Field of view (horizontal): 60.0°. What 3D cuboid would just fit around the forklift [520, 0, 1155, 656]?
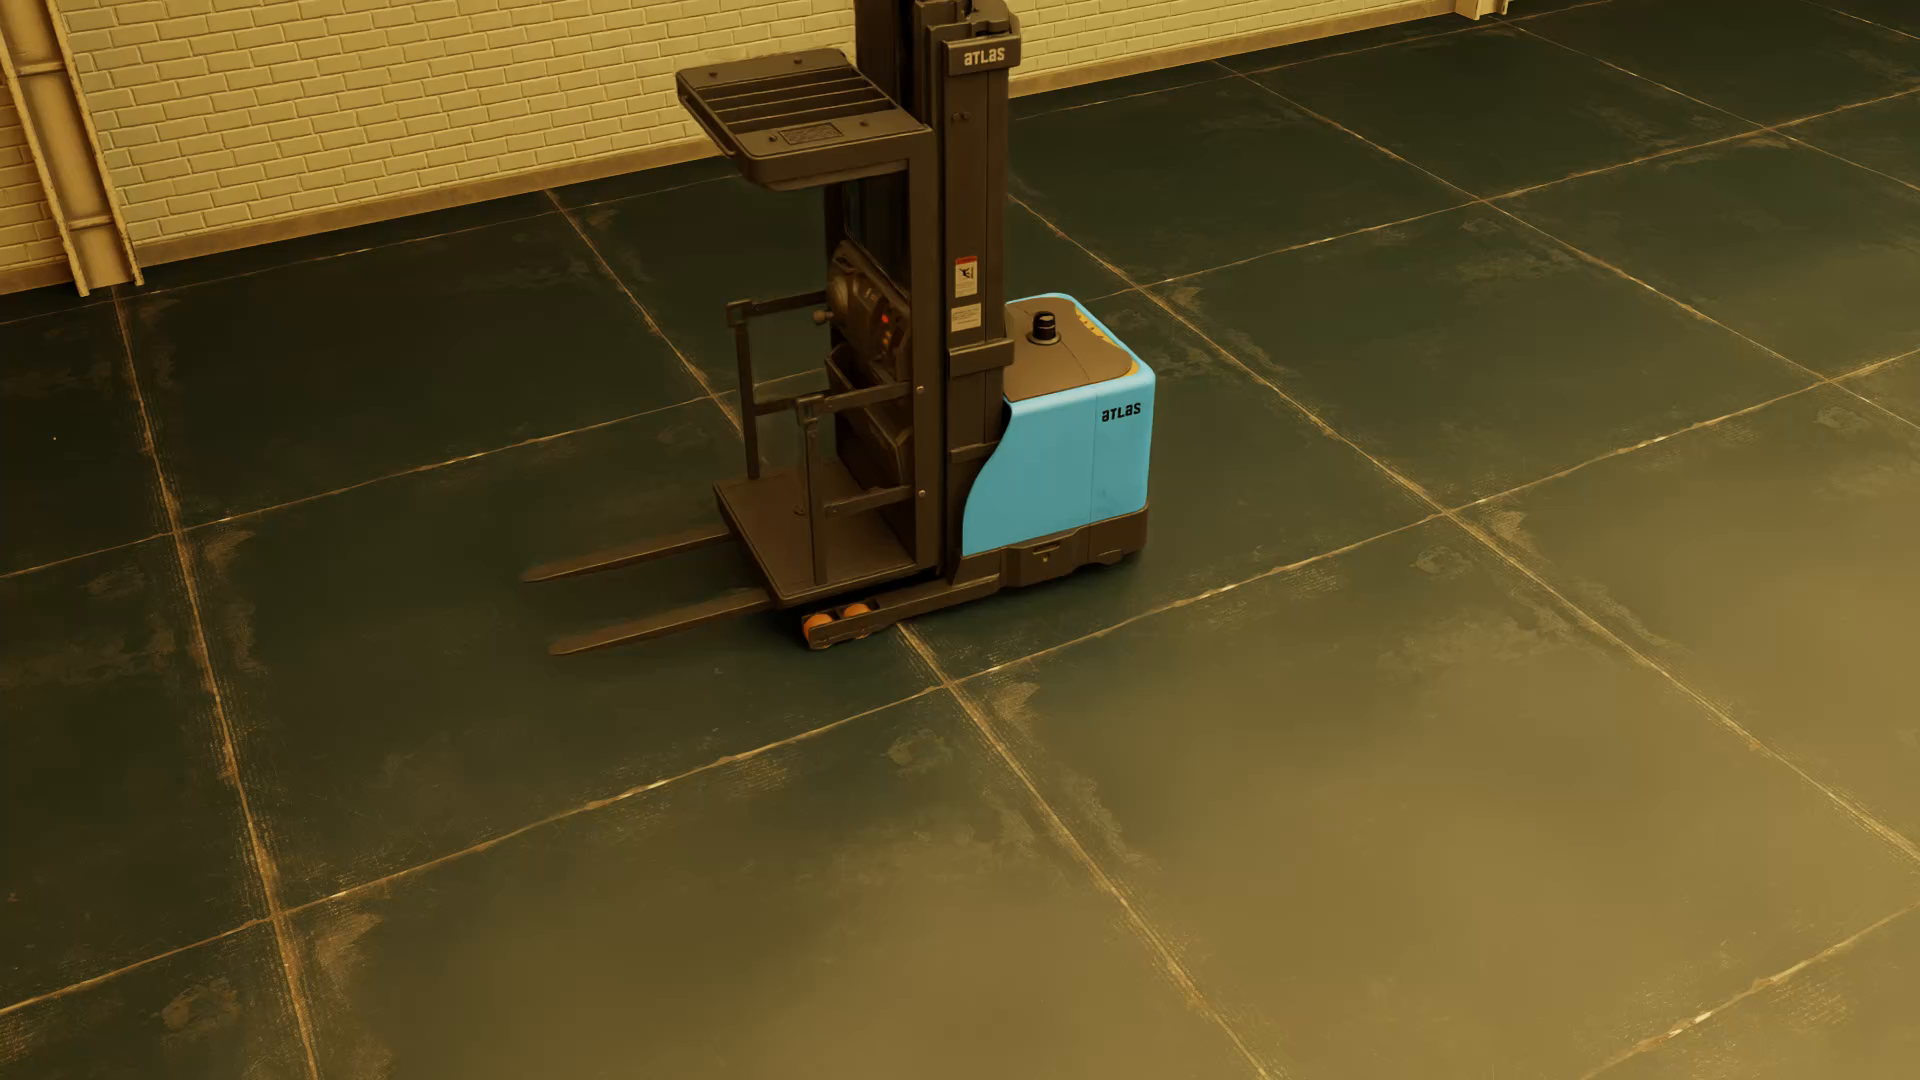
[{"bbox_3d":[-0.610,-1.025,7.573,3.031,2.935,1.130,-14,38,-19],"label":"forklift"}]
